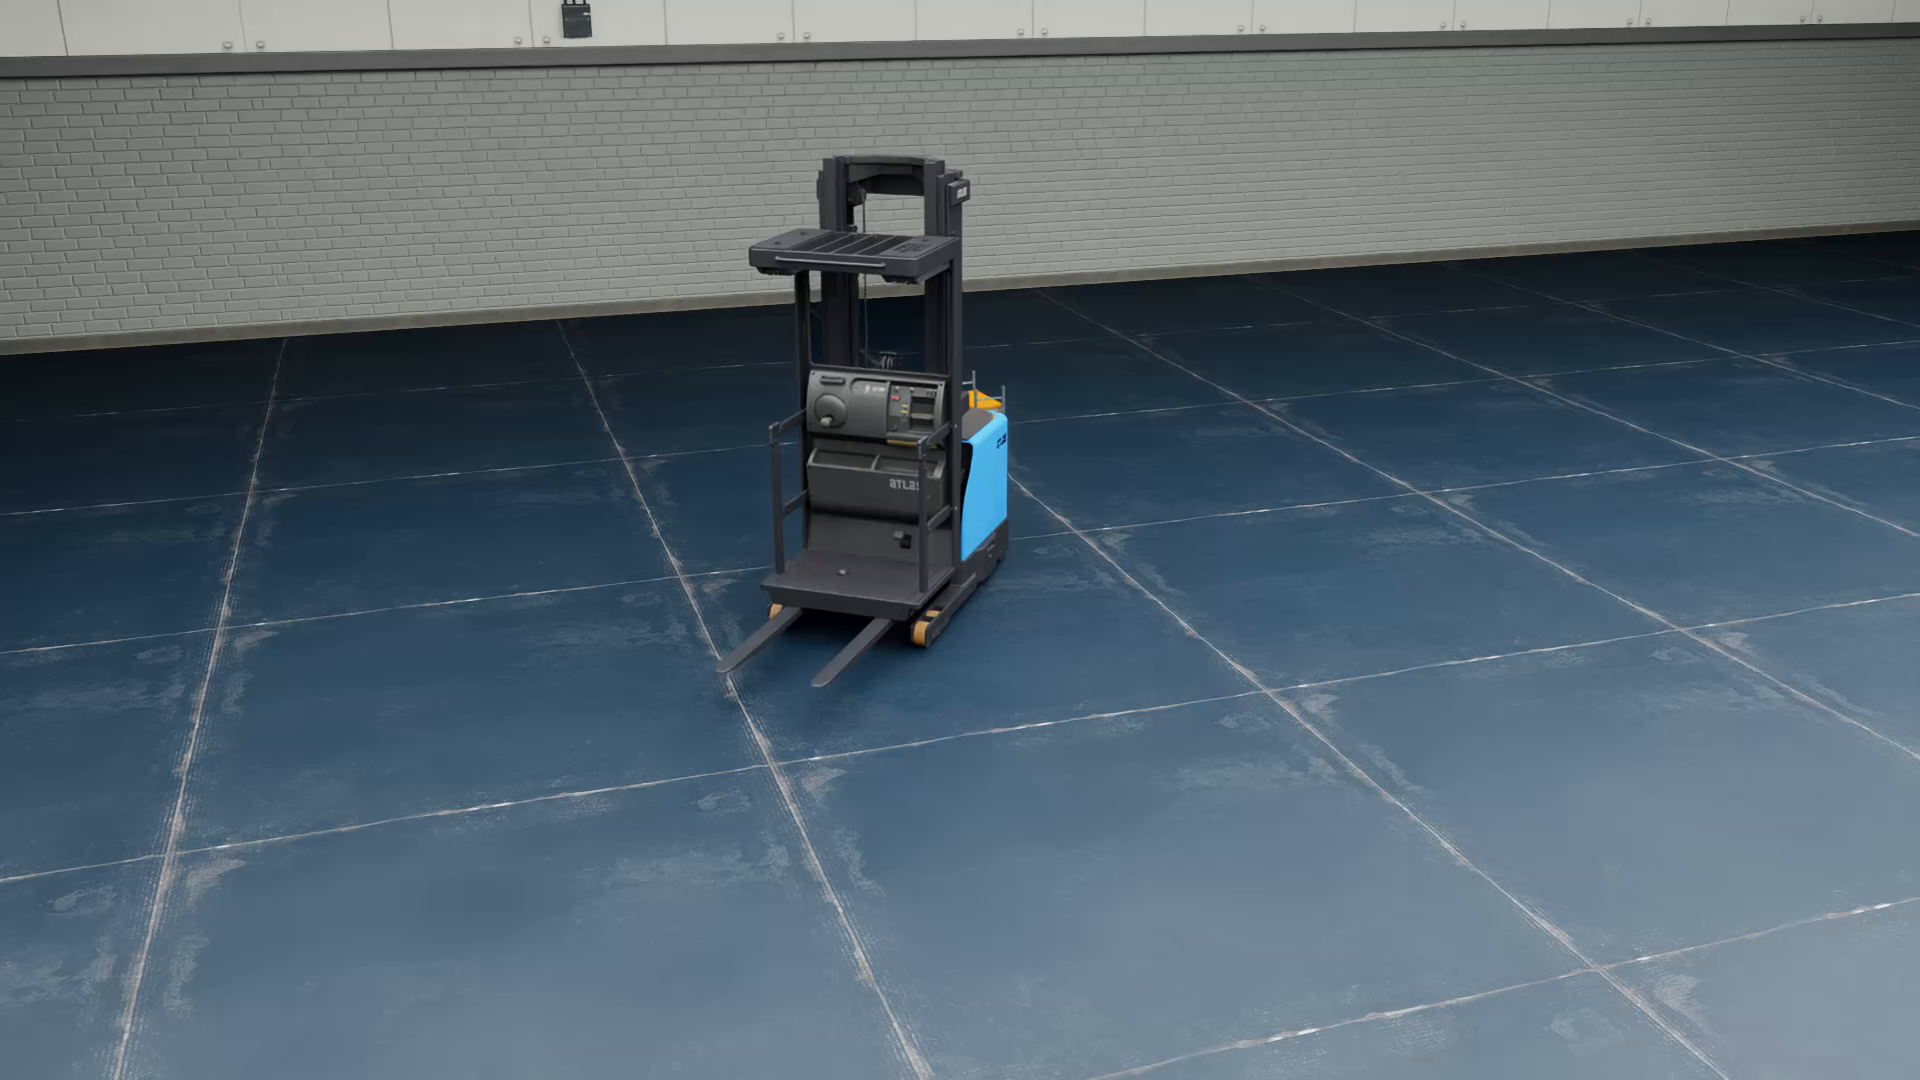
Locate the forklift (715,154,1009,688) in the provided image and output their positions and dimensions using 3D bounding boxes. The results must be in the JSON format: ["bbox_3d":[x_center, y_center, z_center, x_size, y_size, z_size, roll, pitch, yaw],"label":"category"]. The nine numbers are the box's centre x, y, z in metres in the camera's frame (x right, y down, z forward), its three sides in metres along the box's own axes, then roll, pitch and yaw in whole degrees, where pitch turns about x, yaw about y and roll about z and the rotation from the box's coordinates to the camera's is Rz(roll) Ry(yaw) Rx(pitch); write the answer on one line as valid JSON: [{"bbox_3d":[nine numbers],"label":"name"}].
[{"bbox_3d":[-0.610,-0.856,10.464,1.130,2.935,3.031,7,21,18],"label":"forklift"}]

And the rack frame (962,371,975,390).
[{"bbox_3d":[0.003,-0.677,12.525,0.240,1.200,0.015,-9,22,-24],"label":"rack frame"}]

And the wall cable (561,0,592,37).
[{"bbox_3d":[-3.354,-8.603,18.026,2.305,6.003,0.169,-6,21,-17],"label":"wall cable"}]

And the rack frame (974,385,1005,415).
[{"bbox_3d":[0.212,-0.528,12.111,0.240,1.200,0.015,-9,22,-24],"label":"rack frame"}]

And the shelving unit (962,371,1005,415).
[{"bbox_3d":[0.108,-0.602,12.318,0.258,1.200,0.503,-9,22,-24],"label":"shelving unit"}]

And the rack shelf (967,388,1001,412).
[{"bbox_3d":[0.108,-0.972,12.185,0.258,0.148,0.480,-9,22,-24],"label":"rack shelf"}]
